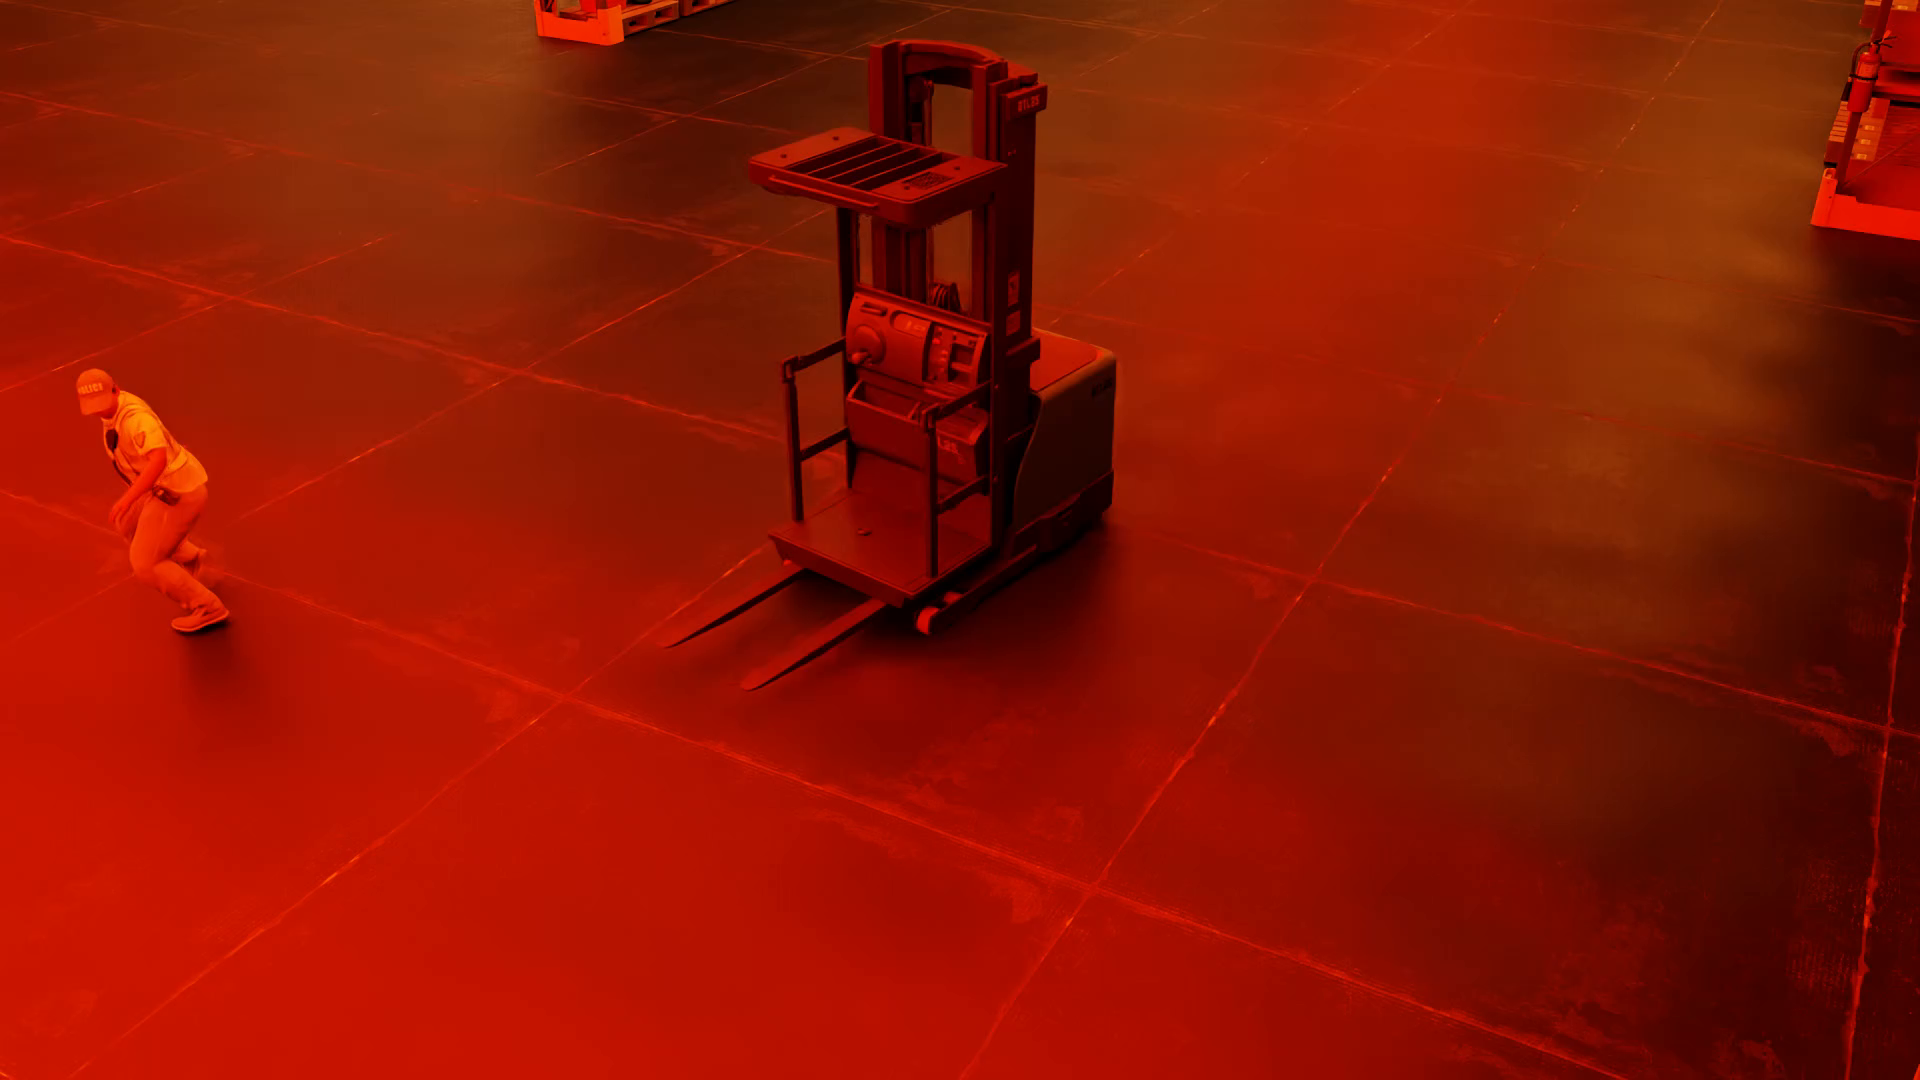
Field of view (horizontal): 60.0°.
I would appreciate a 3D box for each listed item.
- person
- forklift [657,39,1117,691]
[{"bbox_3d":[-4.367,-0.260,9.047,0.520,1.568,0.936,-16,33,-25],"label":"person"},{"bbox_3d":[-0.372,-1.023,8.842,1.130,2.935,3.031,22,36,33],"label":"forklift"}]
